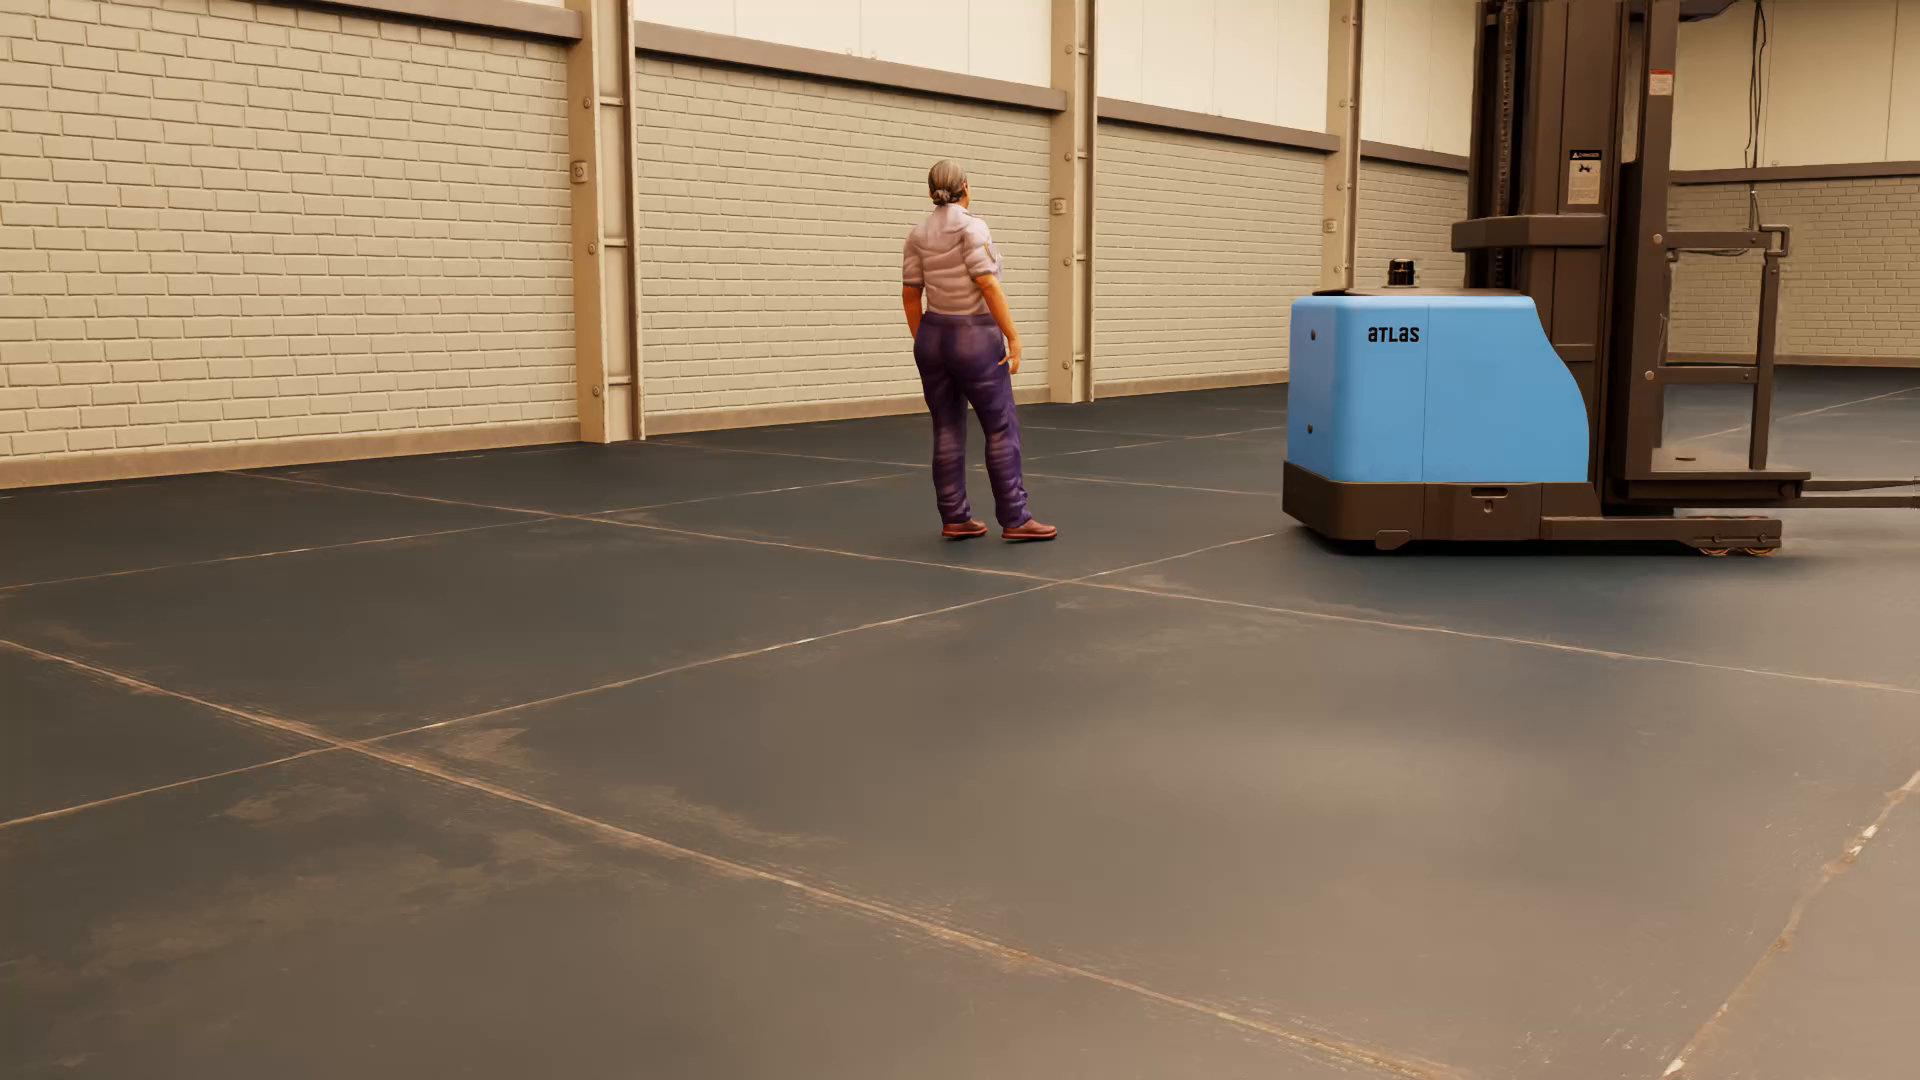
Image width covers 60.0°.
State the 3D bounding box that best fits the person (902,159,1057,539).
[{"bbox_3d":[0.075,-0.830,7.340,0.598,1.651,0.502,7,11,38],"label":"person"}]

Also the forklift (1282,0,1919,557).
[{"bbox_3d":[3.043,-1.458,7.247,3.031,2.935,1.130,0,8,-1],"label":"forklift"}]
